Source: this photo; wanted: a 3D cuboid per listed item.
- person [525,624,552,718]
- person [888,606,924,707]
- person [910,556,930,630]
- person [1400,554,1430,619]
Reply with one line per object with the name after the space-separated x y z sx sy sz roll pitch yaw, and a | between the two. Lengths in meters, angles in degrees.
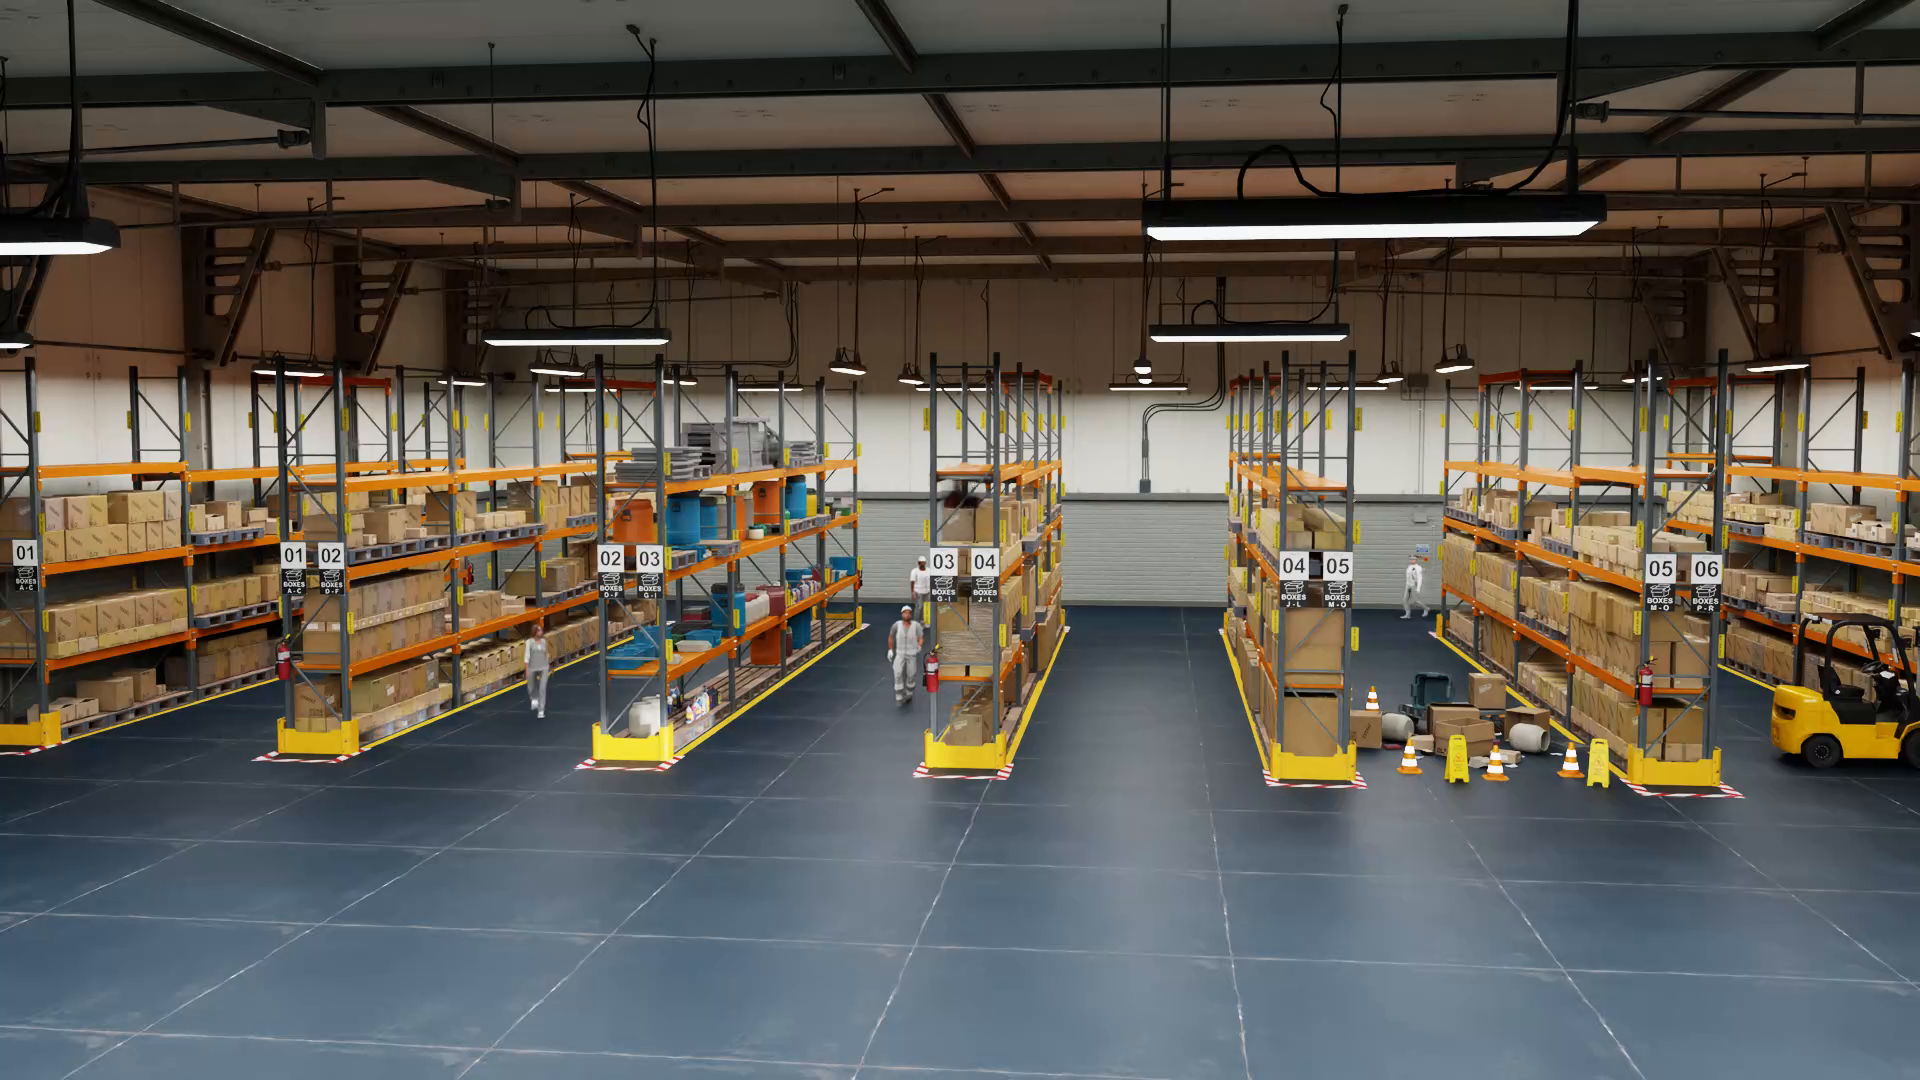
-7.169 2.212 28.303 0.439 1.571 0.669 -1 4 -7 | person
-0.972 2.073 29.594 0.665 1.810 0.871 1 4 8 | person
-0.920 1.275 40.300 0.625 1.777 0.449 -3 5 -40 | person
11.536 1.174 42.238 0.741 1.644 0.530 -1 4 -20 | person
